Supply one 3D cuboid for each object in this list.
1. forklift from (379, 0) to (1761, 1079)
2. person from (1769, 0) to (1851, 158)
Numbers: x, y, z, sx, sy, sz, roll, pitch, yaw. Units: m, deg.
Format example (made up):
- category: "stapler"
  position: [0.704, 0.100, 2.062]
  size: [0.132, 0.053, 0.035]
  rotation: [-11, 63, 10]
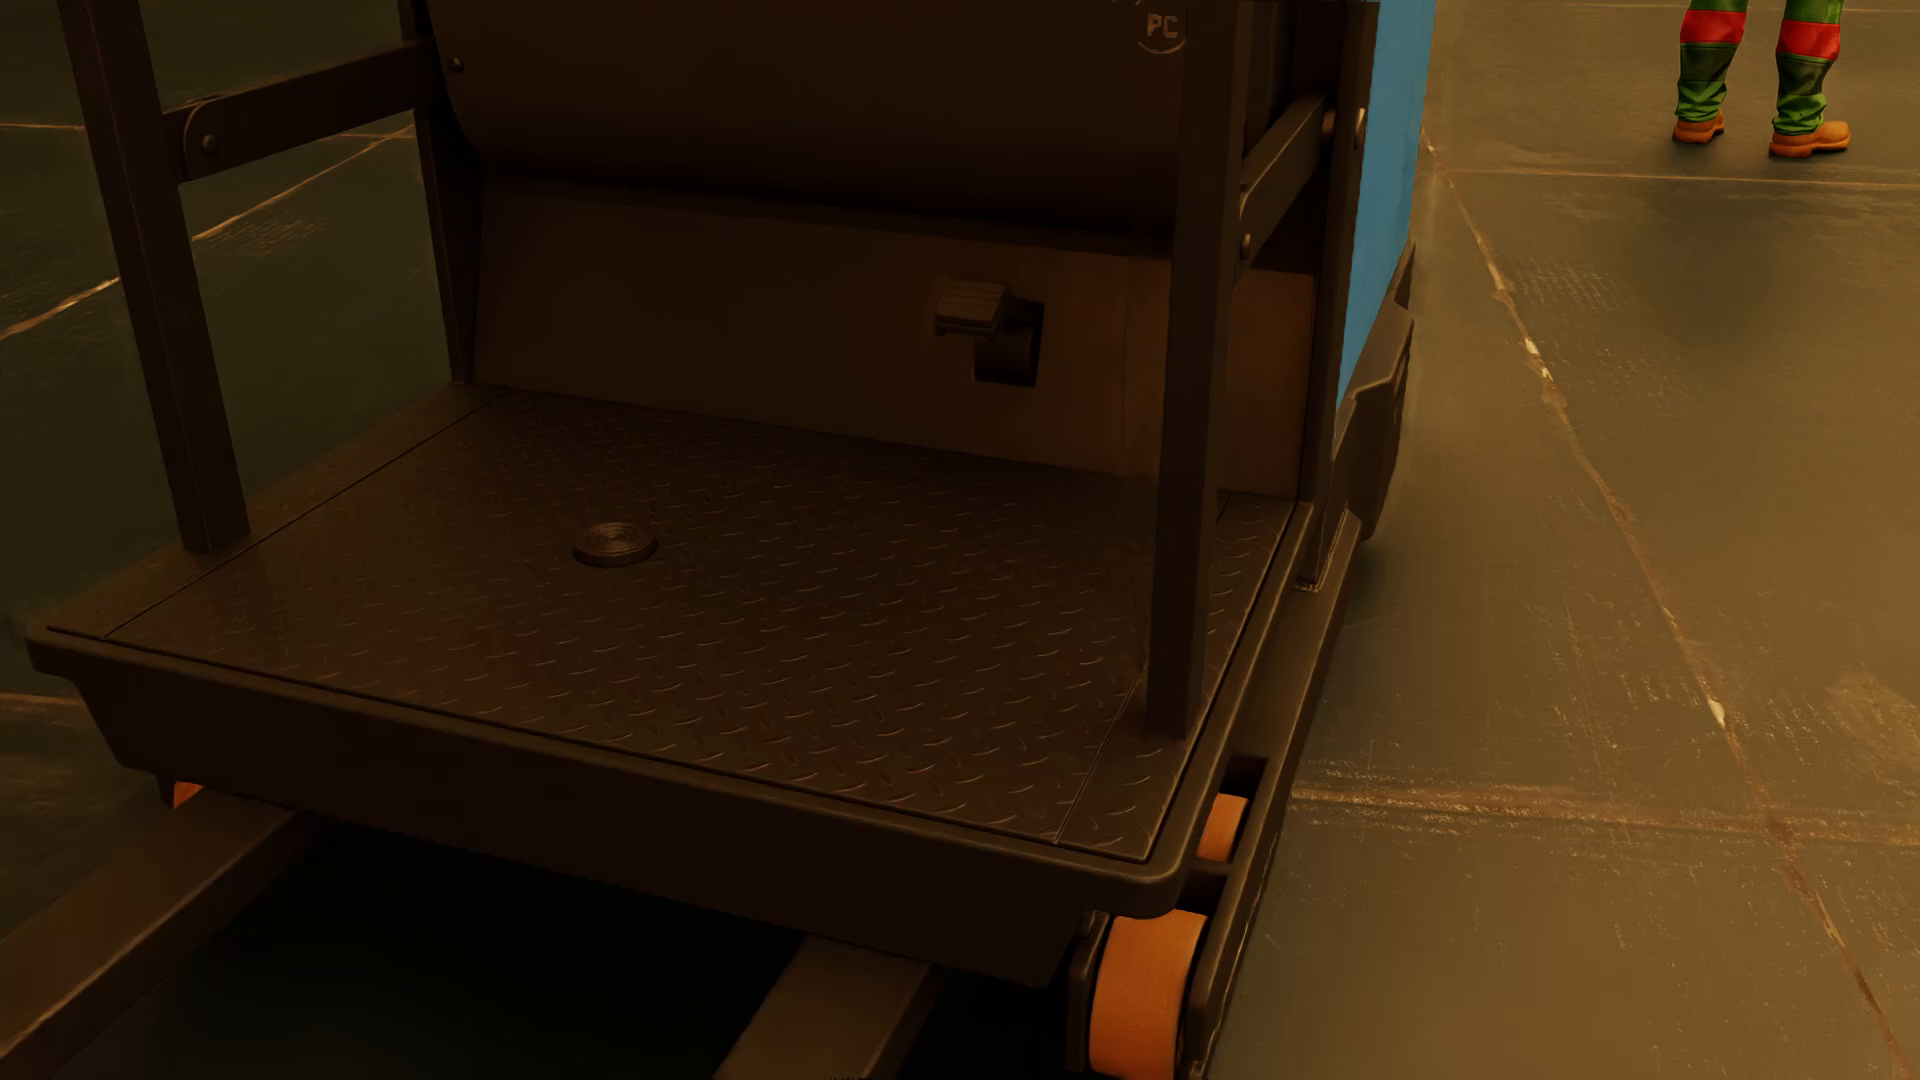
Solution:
- category: "forklift"
  position: [0.071, -1.008, 1.238]
  size: [1.130, 2.935, 3.031]
  rotation: [-2, 27, -5]
- category: "person"
  position: [2.241, -1.953, 4.427]
  size: [0.614, 1.778, 0.452]
  rotation: [20, 33, 34]
